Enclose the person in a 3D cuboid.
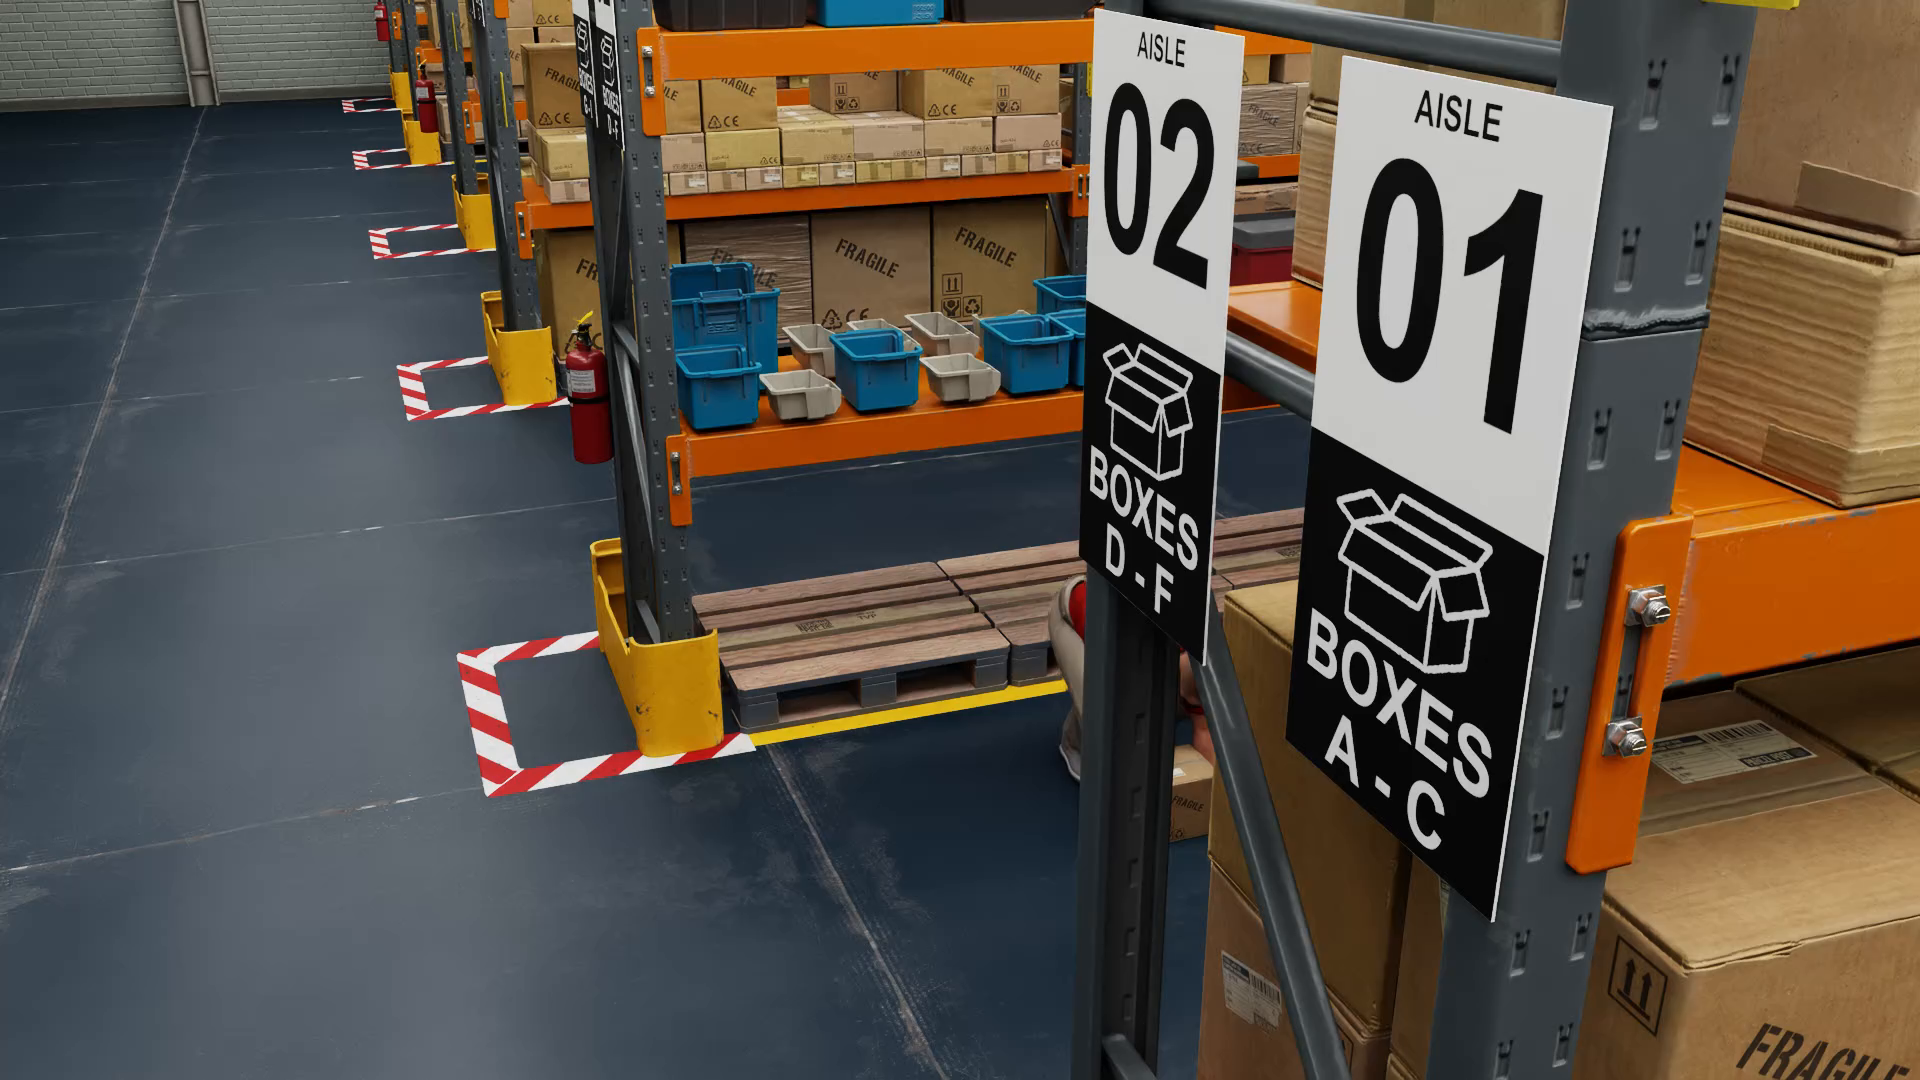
[{"bbox_3d":[0.692,0.601,6.410,0.537,0.813,0.955,-9,24,-21],"label":"person"}]
